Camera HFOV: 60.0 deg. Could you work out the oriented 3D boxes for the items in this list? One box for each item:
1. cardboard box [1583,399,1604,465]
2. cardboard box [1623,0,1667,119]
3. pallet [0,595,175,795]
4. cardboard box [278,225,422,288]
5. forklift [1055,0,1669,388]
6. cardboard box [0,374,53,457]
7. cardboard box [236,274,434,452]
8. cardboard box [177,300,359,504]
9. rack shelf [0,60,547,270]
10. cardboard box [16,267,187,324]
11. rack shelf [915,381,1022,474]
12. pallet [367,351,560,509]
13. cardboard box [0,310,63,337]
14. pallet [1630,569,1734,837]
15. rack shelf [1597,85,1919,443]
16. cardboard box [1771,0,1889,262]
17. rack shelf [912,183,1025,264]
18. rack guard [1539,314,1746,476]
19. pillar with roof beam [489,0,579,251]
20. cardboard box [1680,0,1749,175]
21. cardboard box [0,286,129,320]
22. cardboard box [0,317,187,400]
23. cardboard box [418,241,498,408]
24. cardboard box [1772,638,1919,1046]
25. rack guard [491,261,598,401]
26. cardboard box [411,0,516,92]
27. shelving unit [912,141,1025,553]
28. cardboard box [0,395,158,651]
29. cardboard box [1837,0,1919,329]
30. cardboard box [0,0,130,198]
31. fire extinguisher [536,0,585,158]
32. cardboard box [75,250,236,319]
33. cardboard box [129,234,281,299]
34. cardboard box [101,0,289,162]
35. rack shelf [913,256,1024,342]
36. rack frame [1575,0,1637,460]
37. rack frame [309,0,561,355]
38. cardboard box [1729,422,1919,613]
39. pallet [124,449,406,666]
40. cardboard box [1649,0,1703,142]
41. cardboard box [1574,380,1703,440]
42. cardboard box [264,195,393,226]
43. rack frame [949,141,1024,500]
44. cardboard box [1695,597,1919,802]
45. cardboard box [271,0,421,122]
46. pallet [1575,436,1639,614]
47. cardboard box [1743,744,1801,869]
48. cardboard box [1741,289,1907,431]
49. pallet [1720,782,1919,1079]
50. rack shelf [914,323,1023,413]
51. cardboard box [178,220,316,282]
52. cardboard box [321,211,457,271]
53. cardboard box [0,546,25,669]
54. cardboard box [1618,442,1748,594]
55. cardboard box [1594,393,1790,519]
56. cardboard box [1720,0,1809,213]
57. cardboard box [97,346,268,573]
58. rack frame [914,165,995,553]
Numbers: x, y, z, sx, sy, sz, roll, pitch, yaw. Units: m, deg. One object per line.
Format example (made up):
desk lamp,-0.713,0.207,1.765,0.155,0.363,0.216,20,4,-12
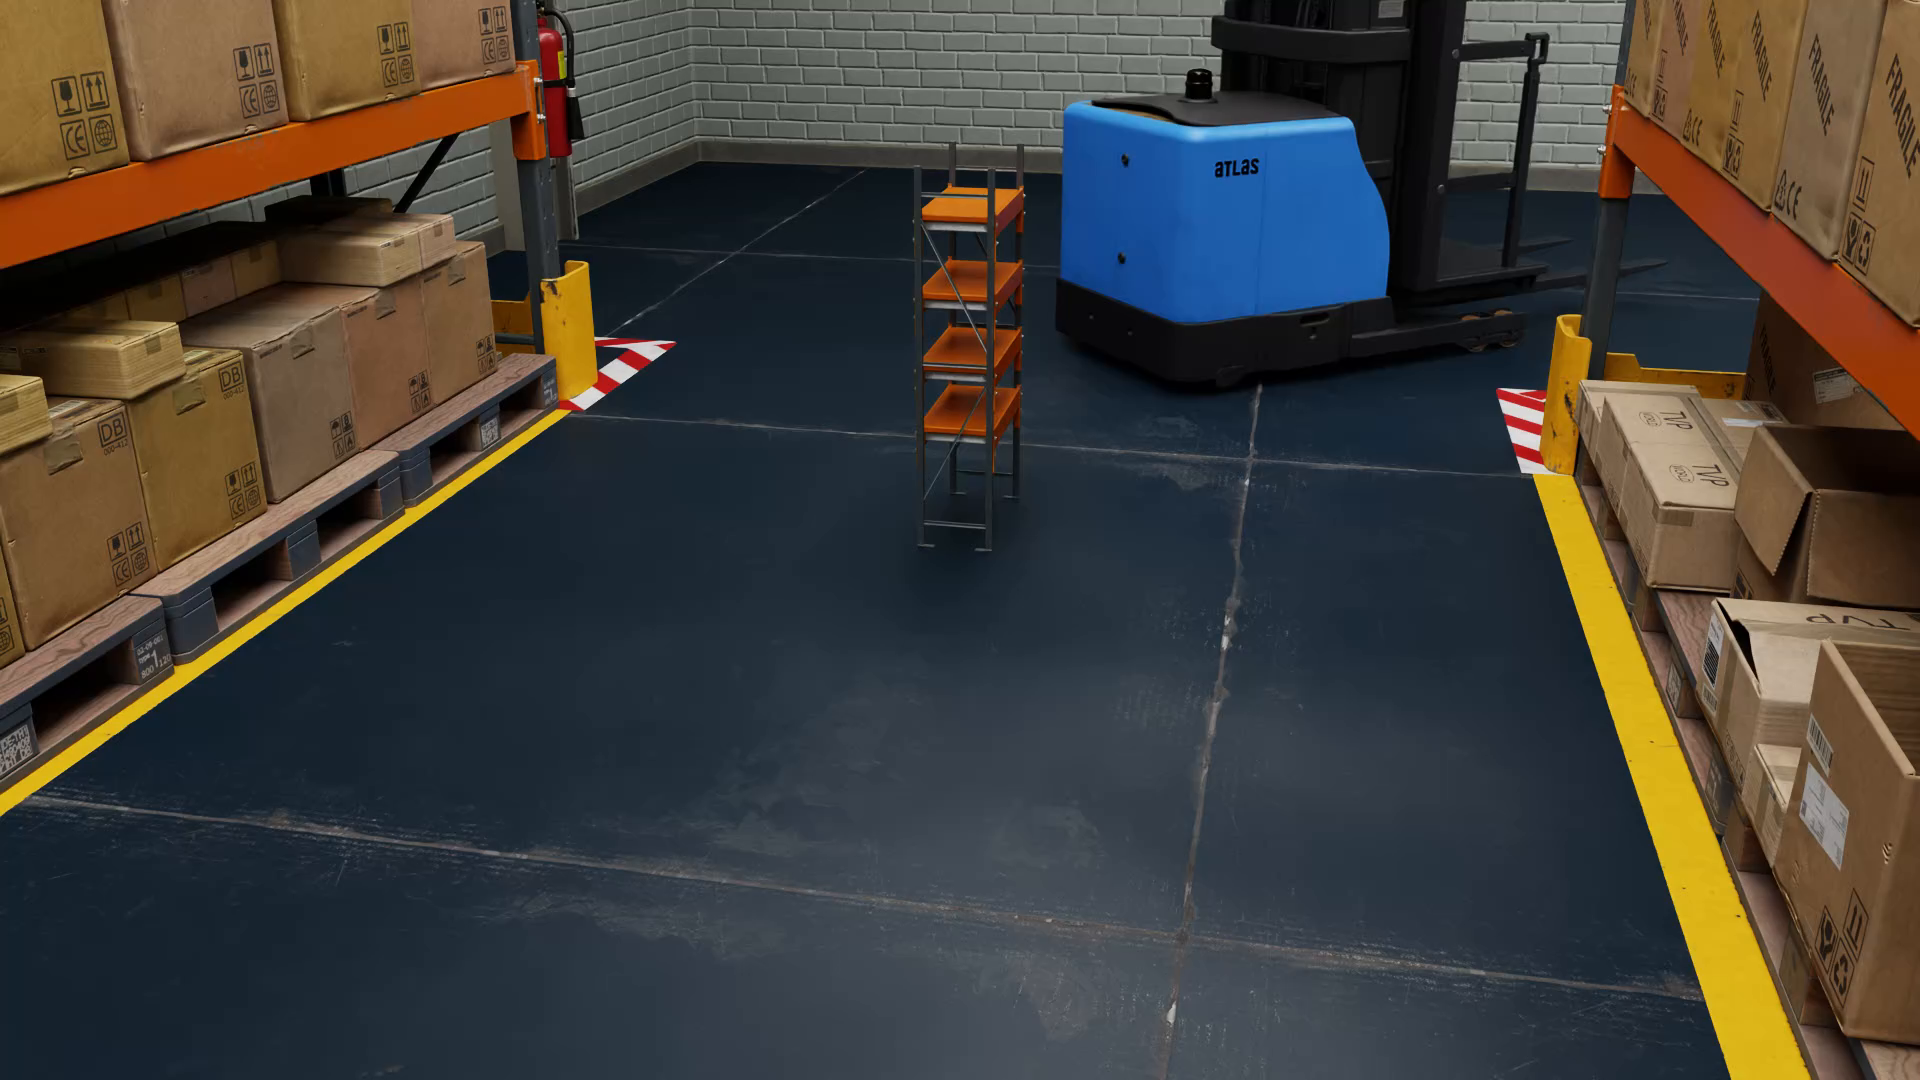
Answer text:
cardboard box,2.251,-0.345,5.398,0.380,0.166,0.250,4,22,11
cardboard box,2.375,-1.578,5.122,0.500,0.500,0.500,5,22,12
pallet,-2.711,0.435,3.992,1.003,0.211,1.213,4,22,11
cardboard box,-2.071,-0.968,5.657,0.380,0.149,0.250,5,22,12
forklift,1.978,-2.358,7.284,3.031,2.935,1.130,-11,25,-26
cardboard box,-2.441,-0.300,3.999,0.380,0.149,0.250,5,23,13
cardboard box,-2.274,-0.638,5.707,0.700,0.500,0.500,4,22,11
cardboard box,-2.376,-0.454,5.250,0.700,0.500,0.500,4,22,9
rack shelf,-2.535,-0.985,4.746,1.077,0.370,4.000,4,22,11
cardboard box,-2.599,-0.719,5.040,0.380,0.149,0.250,5,22,11
rack shelf,0.034,-0.371,5.379,0.258,0.148,0.480,4,22,11
pallet,-2.213,-0.458,6.208,1.003,0.211,1.213,4,22,11
cardboard box,-2.703,-0.532,4.576,0.380,0.149,0.250,5,22,11
pallet,2.295,0.384,4.117,1.003,0.211,1.213,4,22,11
rack shelf,2.315,-0.608,3.812,1.077,0.370,4.000,4,22,11
cardboard box,1.964,-0.836,3.280,0.500,0.500,0.500,5,22,12
rack shelf,0.034,-0.982,5.133,0.258,0.148,0.480,4,22,11
rack guard,2.708,-0.486,5.891,1.175,0.500,0.348,4,22,11
pillar with roof beam,1.792,-5.558,7.108,9.100,9.000,0.400,4,22,11
cardboard box,2.169,-1.205,4.197,0.500,0.500,0.500,4,22,11
cardboard box,-2.651,-0.627,4.810,0.380,0.149,0.250,4,22,10
cardboard box,-2.335,-0.491,4.473,0.380,0.149,0.250,4,22,9
cardboard box,-2.172,-0.821,6.162,0.700,0.500,0.500,4,22,11
cardboard box,1.746,0.515,2.817,0.500,0.500,0.500,4,22,11
rack guard,-2.122,-0.899,6.916,1.175,0.500,0.348,4,22,11
cardboard box,-2.221,-2.002,5.907,0.980,0.700,0.700,5,23,13
shelving unit,0.034,-0.617,5.280,0.258,1.200,0.503,4,22,11
cardboard box,-2.584,-0.071,4.299,0.700,0.500,0.500,4,22,10
cardboard box,1.862,-0.648,2.813,0.500,0.500,0.500,5,22,12
cardboard box,-2.662,-1.190,3.891,0.980,0.700,0.700,4,22,10
fire extinguisher,-1.644,-1.861,6.561,0.296,0.674,0.183,4,22,11
cardboard box,-2.547,-0.813,5.273,0.380,0.149,0.250,5,22,12
cardboard box,-2.496,-0.906,5.504,0.380,0.149,0.250,5,22,11
cardboard box,-2.523,-1.456,4.553,0.980,0.700,0.700,3,22,8
rack shelf,0.034,-0.762,5.221,0.258,0.148,0.480,4,22,11
rack frame,2.723,-1.673,5.493,1.000,3.000,0.127,4,22,11
rack frame,-2.127,-2.050,6.428,1.000,3.000,0.127,4,22,11
cardboard box,2.286,0.056,3.952,0.797,0.503,0.637,4,22,11
pallet,-2.464,-0.013,5.103,1.003,0.211,1.213,4,22,11
cardboard box,2.275,-1.389,4.652,0.500,0.500,0.500,4,22,10
cardboard box,2.302,-0.428,5.629,0.380,0.149,0.250,4,22,11
cardboard box,-2.342,-1.183,6.192,0.380,0.149,0.250,5,22,11
rack frame,0.084,-0.706,5.501,0.240,1.200,0.015,4,22,11
cardboard box,1.899,0.328,3.533,0.500,0.311,0.500,4,22,11
cardboard box,-2.359,-1.735,5.244,0.980,0.700,0.700,4,22,10
pallet,2.546,-0.060,5.221,1.003,0.211,1.213,4,22,11
cardboard box,1.764,0.536,3.235,0.380,0.149,0.250,4,22,11
cardboard box,2.854,-0.500,5.338,0.500,0.500,0.500,4,22,11
pallet,2.048,0.832,3.006,1.003,0.211,1.213,4,22,11
rack shelf,0.034,-0.555,5.305,0.258,0.148,0.480,4,22,11
cardboard box,-2.444,-0.998,5.732,0.380,0.149,0.250,5,22,11
cardboard box,-2.019,-1.061,5.889,0.380,0.149,0.250,4,22,10
cardboard box,-2.690,0.112,3.844,0.700,0.500,0.500,5,22,12
cardboard box,2.131,-0.059,4.577,0.500,0.250,0.500,4,22,11
cardboard box,2.233,-0.242,5.031,0.500,0.250,0.500,4,22,11
cardboard box,2.066,-1.022,3.743,0.500,0.500,0.500,5,22,12
cardboard box,-2.477,-0.259,4.765,0.700,0.500,0.500,5,22,12
rack frame,-0.016,-0.528,5.058,0.240,1.200,0.015,4,22,11
